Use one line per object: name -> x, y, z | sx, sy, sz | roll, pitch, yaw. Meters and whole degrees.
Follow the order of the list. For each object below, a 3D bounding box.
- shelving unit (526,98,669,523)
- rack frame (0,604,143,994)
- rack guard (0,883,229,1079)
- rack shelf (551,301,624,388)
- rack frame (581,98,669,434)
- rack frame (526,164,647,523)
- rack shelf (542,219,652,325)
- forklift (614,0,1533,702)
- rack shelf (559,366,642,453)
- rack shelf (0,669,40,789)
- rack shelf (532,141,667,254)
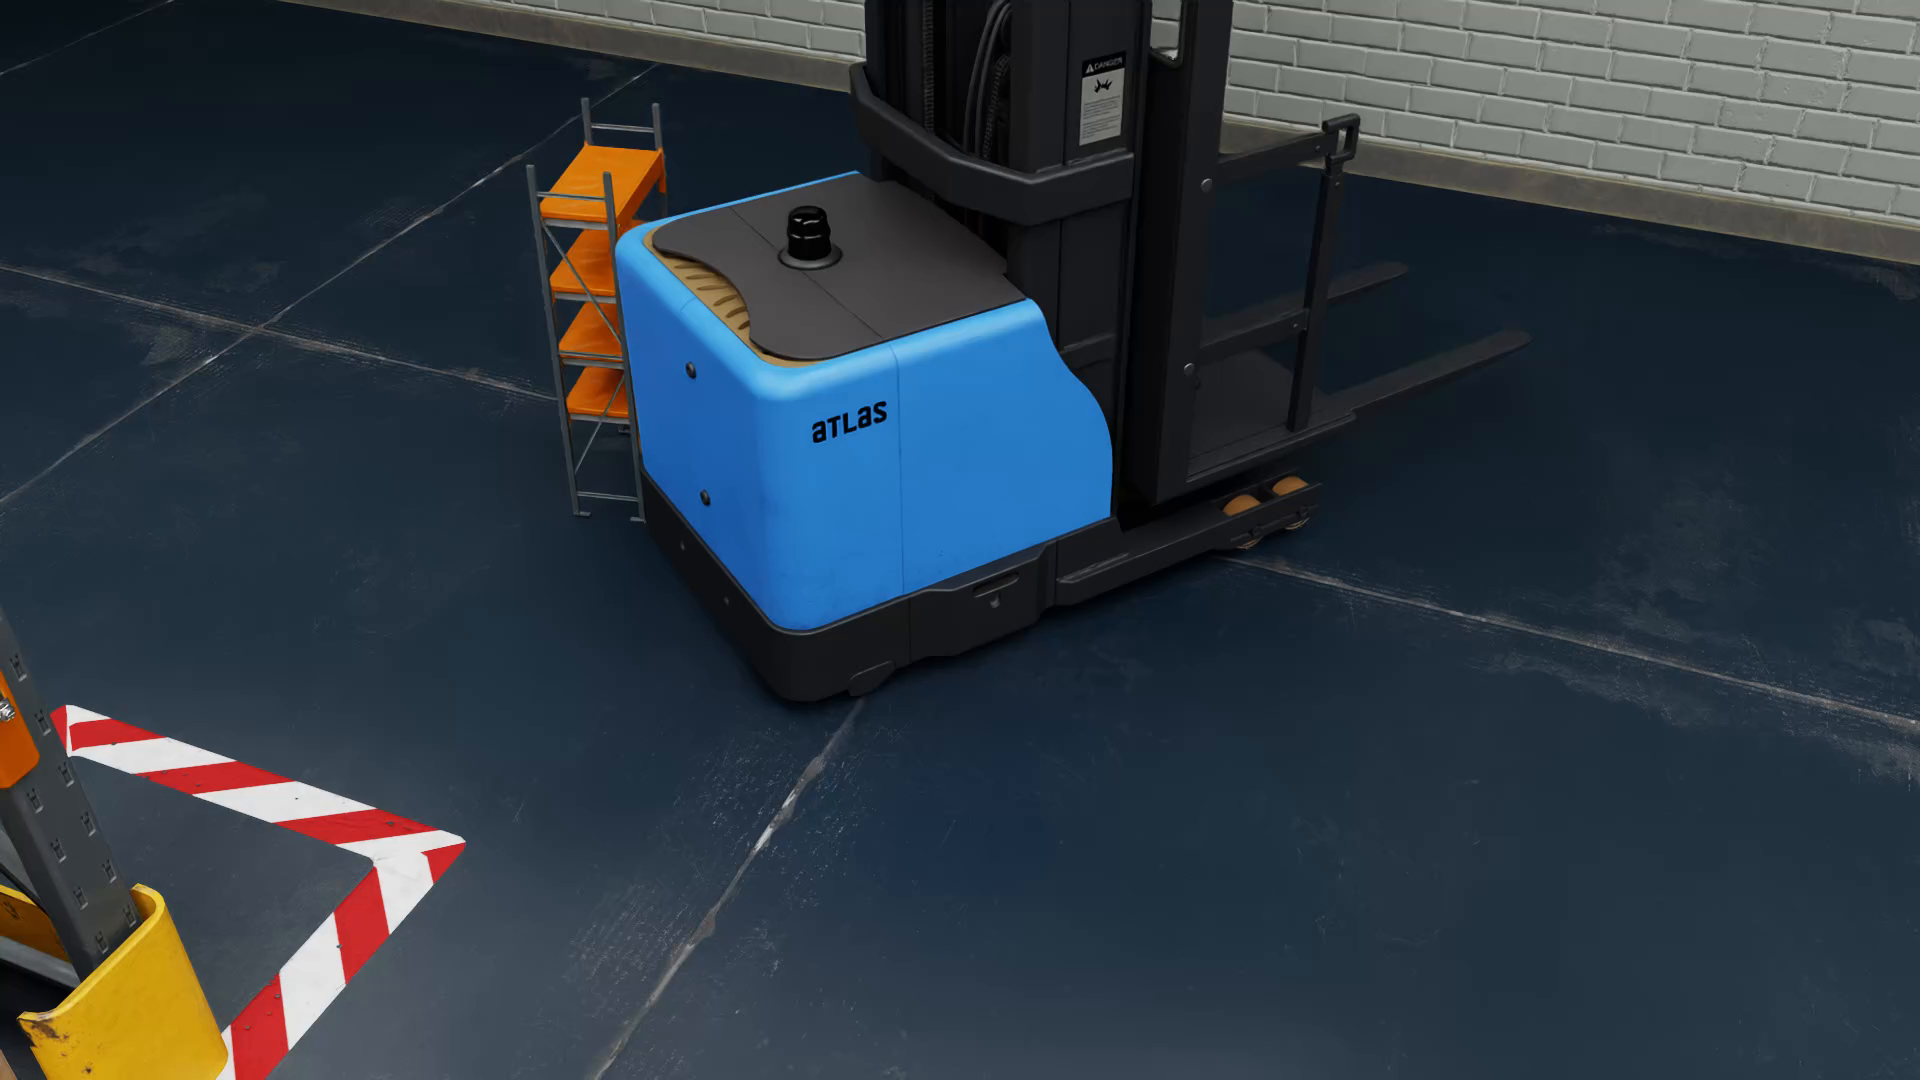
shelving unit -> -1.072, -0.696, 5.173 | 0.258, 1.200, 0.503 | 6, 37, 5
rack frame -> -2.186, -0.141, 2.933 | 1.000, 3.000, 0.127 | 14, 39, 18
rack guard -> -2.215, 0.903, 3.625 | 1.175, 0.500, 0.348 | 14, 39, 18
rack shelf -> -1.074, -0.642, 5.213 | 0.258, 0.148, 0.480 | 6, 37, 5
rack frame -> -1.040, -0.841, 5.366 | 0.240, 1.200, 0.015 | 6, 37, 5
rack frame -> -1.105, -0.551, 4.979 | 0.240, 1.200, 0.015 | 6, 37, 5
rack shelf -> -1.068, -0.821, 5.079 | 0.258, 0.148, 0.480 | 6, 37, 5
forklift -> 0.549, -1.395, 4.669 | 3.031, 2.935, 1.130 | -20, 41, -25
rack shelf -> -1.080, -0.484, 5.333 | 0.258, 0.148, 0.480 | 6, 37, 5
rack shelf -> -2.947, 1.255, 1.666 | 1.077, 0.370, 4.000 | 14, 39, 18
rack shelf -> -1.061, -1.010, 4.936 | 0.258, 0.148, 0.480 | 6, 37, 5
